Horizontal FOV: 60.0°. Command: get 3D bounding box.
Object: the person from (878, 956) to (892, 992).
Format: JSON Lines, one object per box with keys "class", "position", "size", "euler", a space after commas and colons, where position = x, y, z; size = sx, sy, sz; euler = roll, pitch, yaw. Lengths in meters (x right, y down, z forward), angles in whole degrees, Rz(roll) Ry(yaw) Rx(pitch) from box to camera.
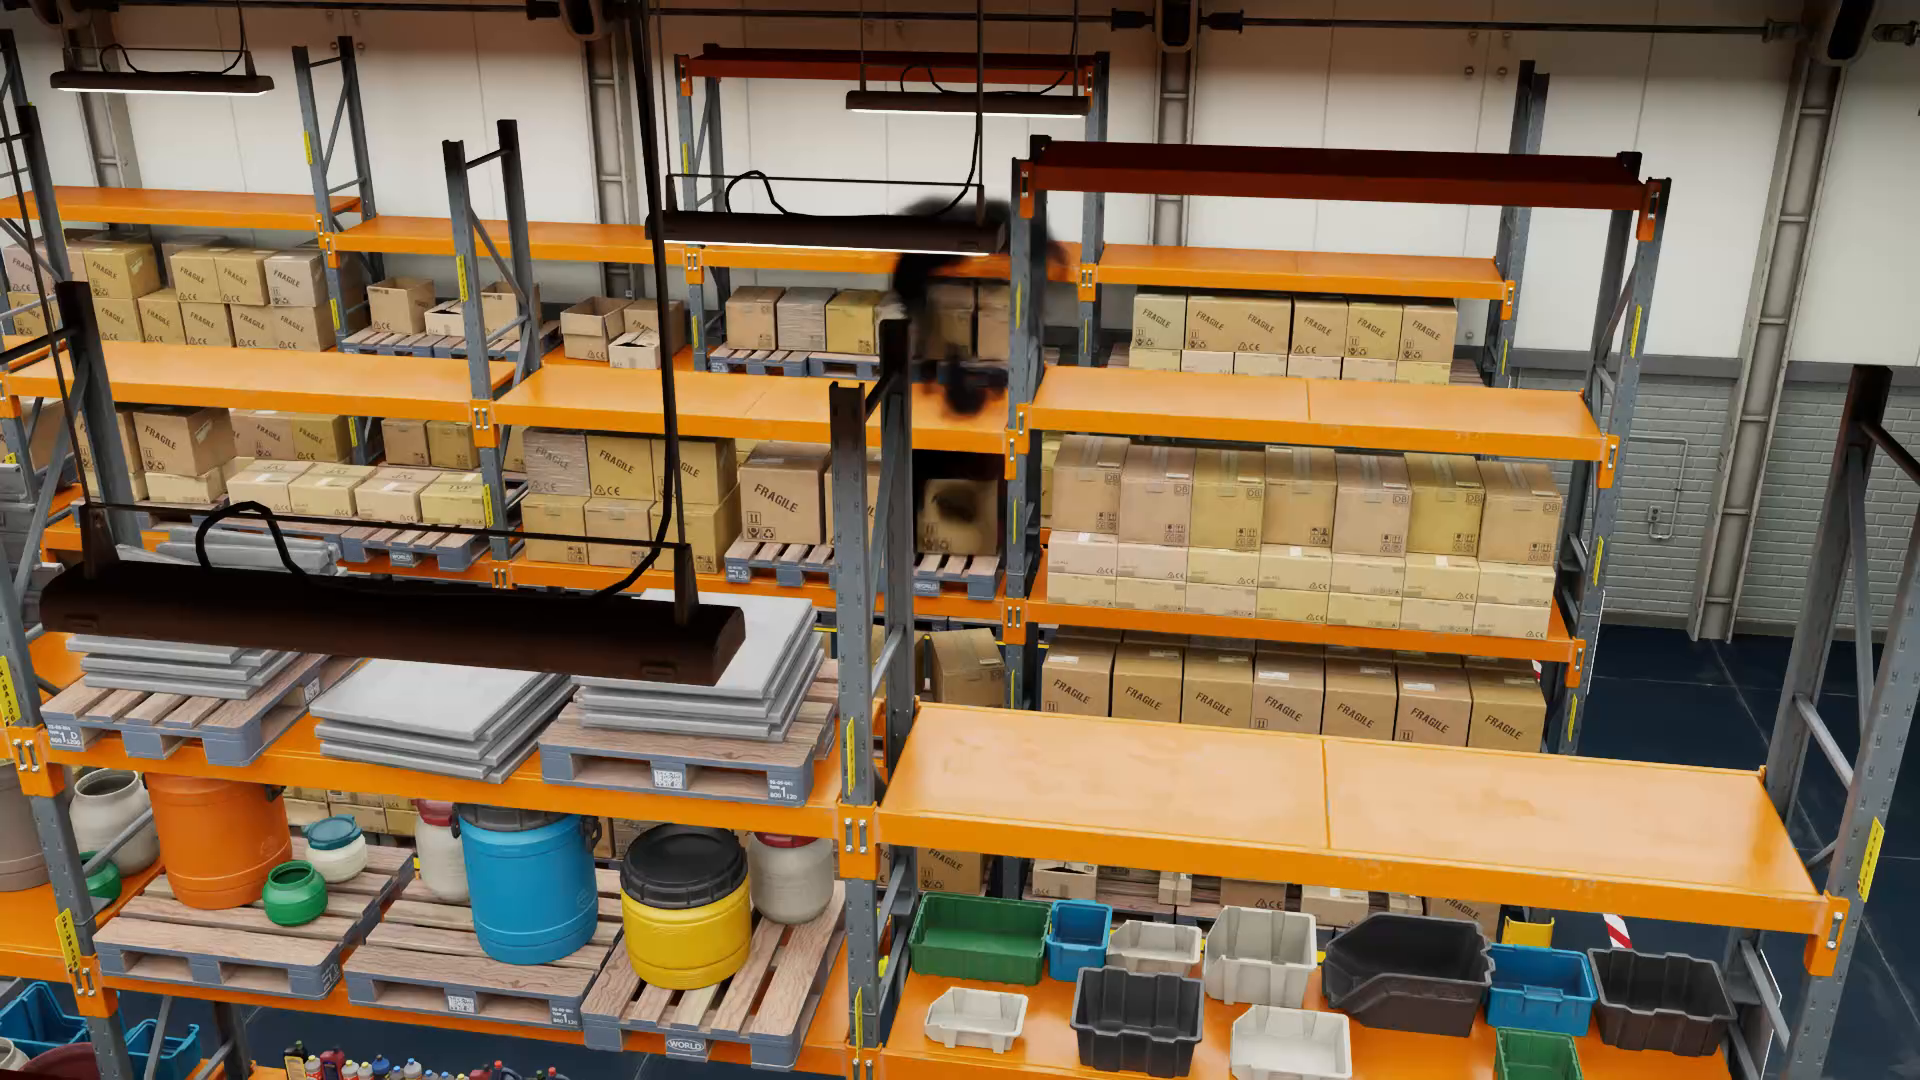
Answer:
{"class": "person", "position": [-0.031, 3.349, 10.367], "size": [1.045, 1.712, 0.733], "euler": [5, 24, 12]}
